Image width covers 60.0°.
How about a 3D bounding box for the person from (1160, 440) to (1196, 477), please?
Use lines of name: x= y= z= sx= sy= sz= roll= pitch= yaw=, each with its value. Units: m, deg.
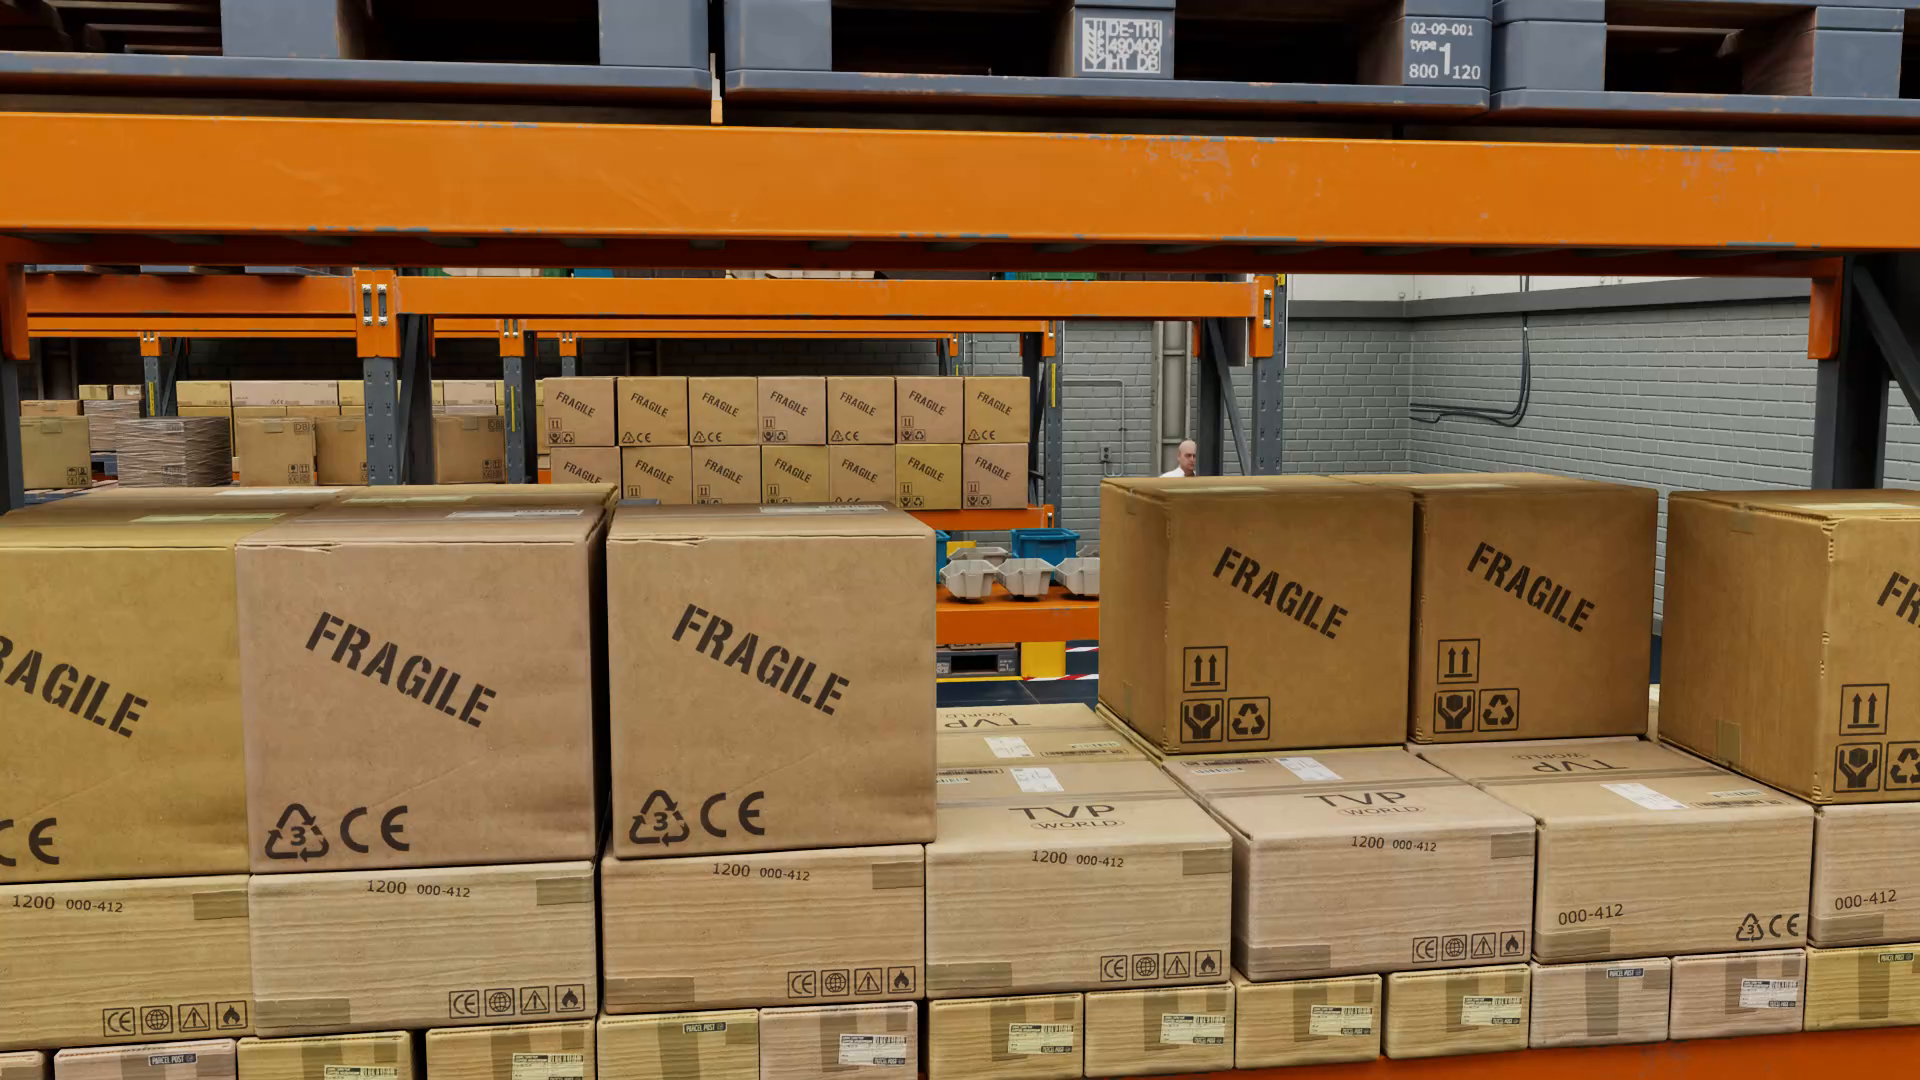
person: x=1.869 y=0.039 z=13.859 sx=0.635 sy=1.745 sz=0.905 roll=-3 pitch=7 yaw=-26
